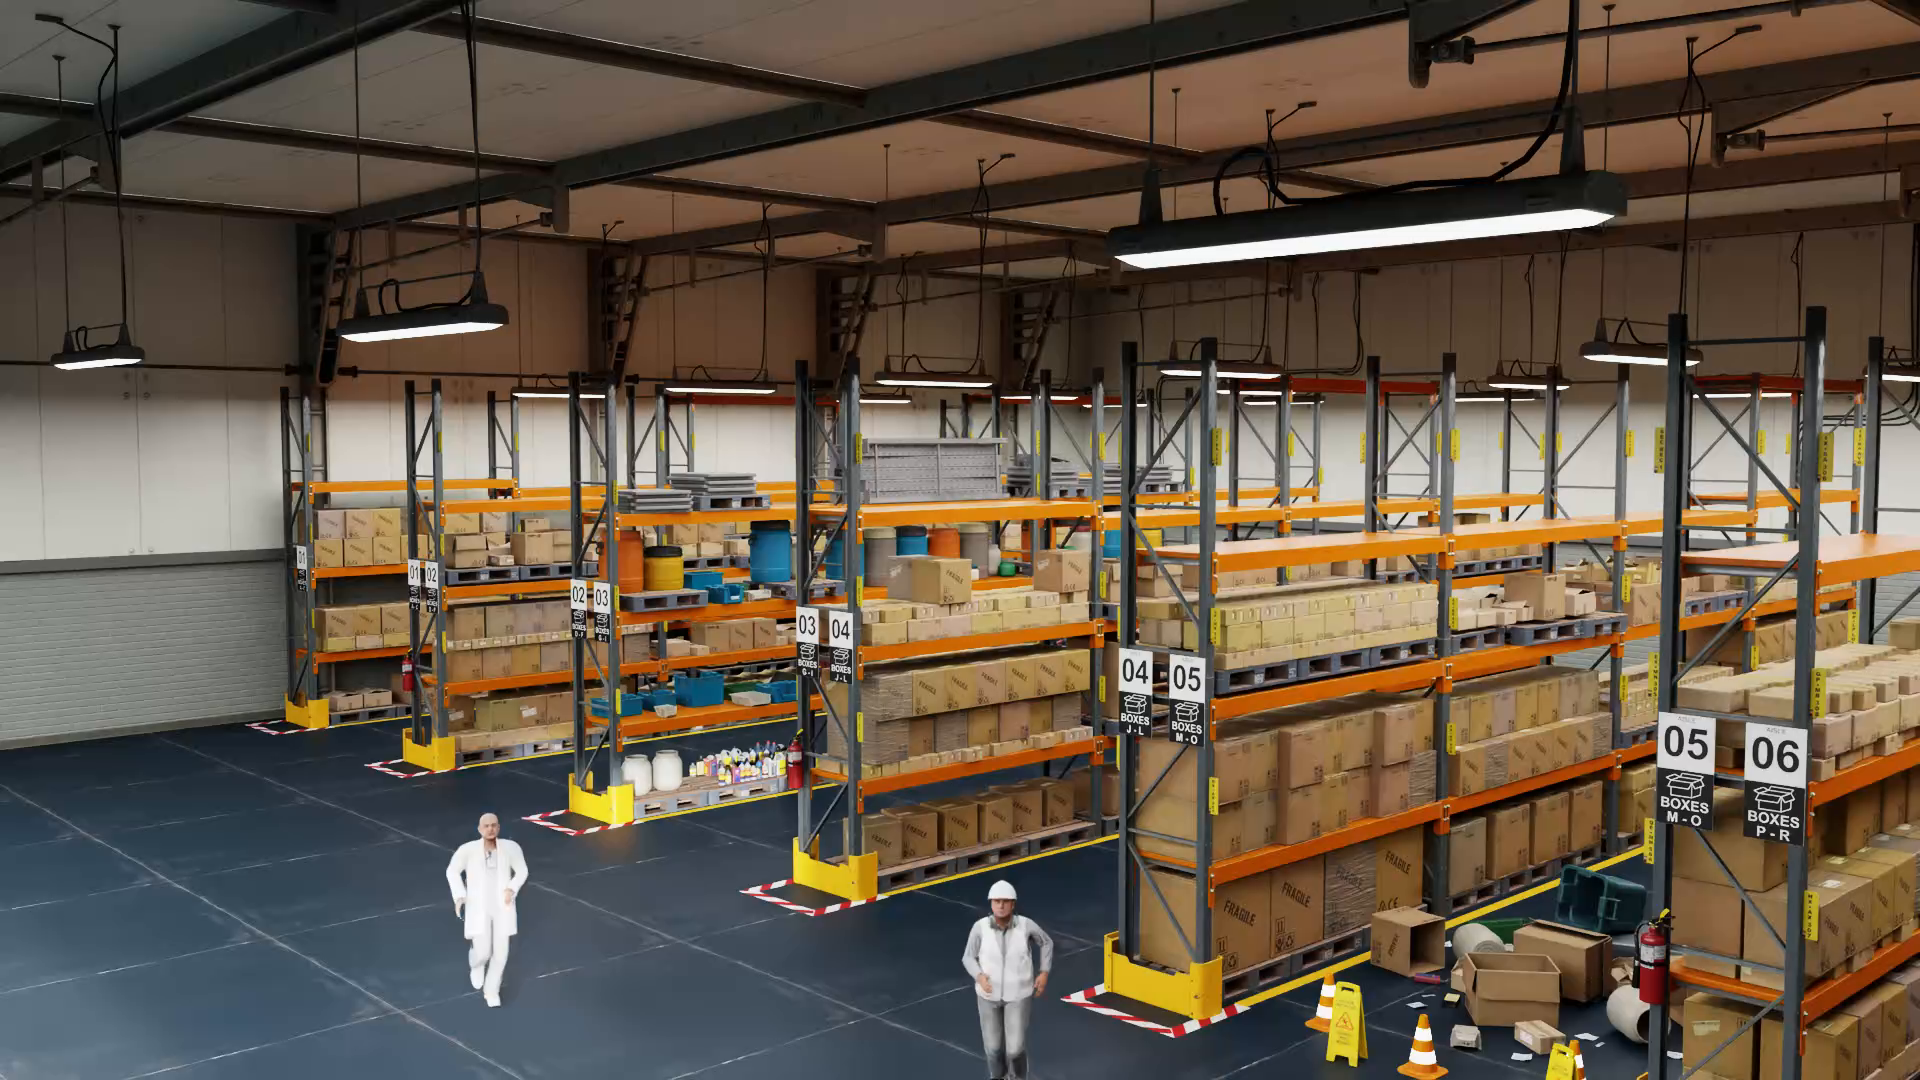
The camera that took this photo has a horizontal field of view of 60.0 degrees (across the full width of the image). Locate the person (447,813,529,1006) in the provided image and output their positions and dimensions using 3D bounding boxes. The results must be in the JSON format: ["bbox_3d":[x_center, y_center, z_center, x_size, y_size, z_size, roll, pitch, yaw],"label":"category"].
[{"bbox_3d":[-4.254,3.338,15.046,0.708,1.730,0.635,-1,4,-22],"label":"person"}]

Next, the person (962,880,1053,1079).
[{"bbox_3d":[0.355,3.480,12.688,0.683,1.761,0.653,0,4,6],"label":"person"}]
